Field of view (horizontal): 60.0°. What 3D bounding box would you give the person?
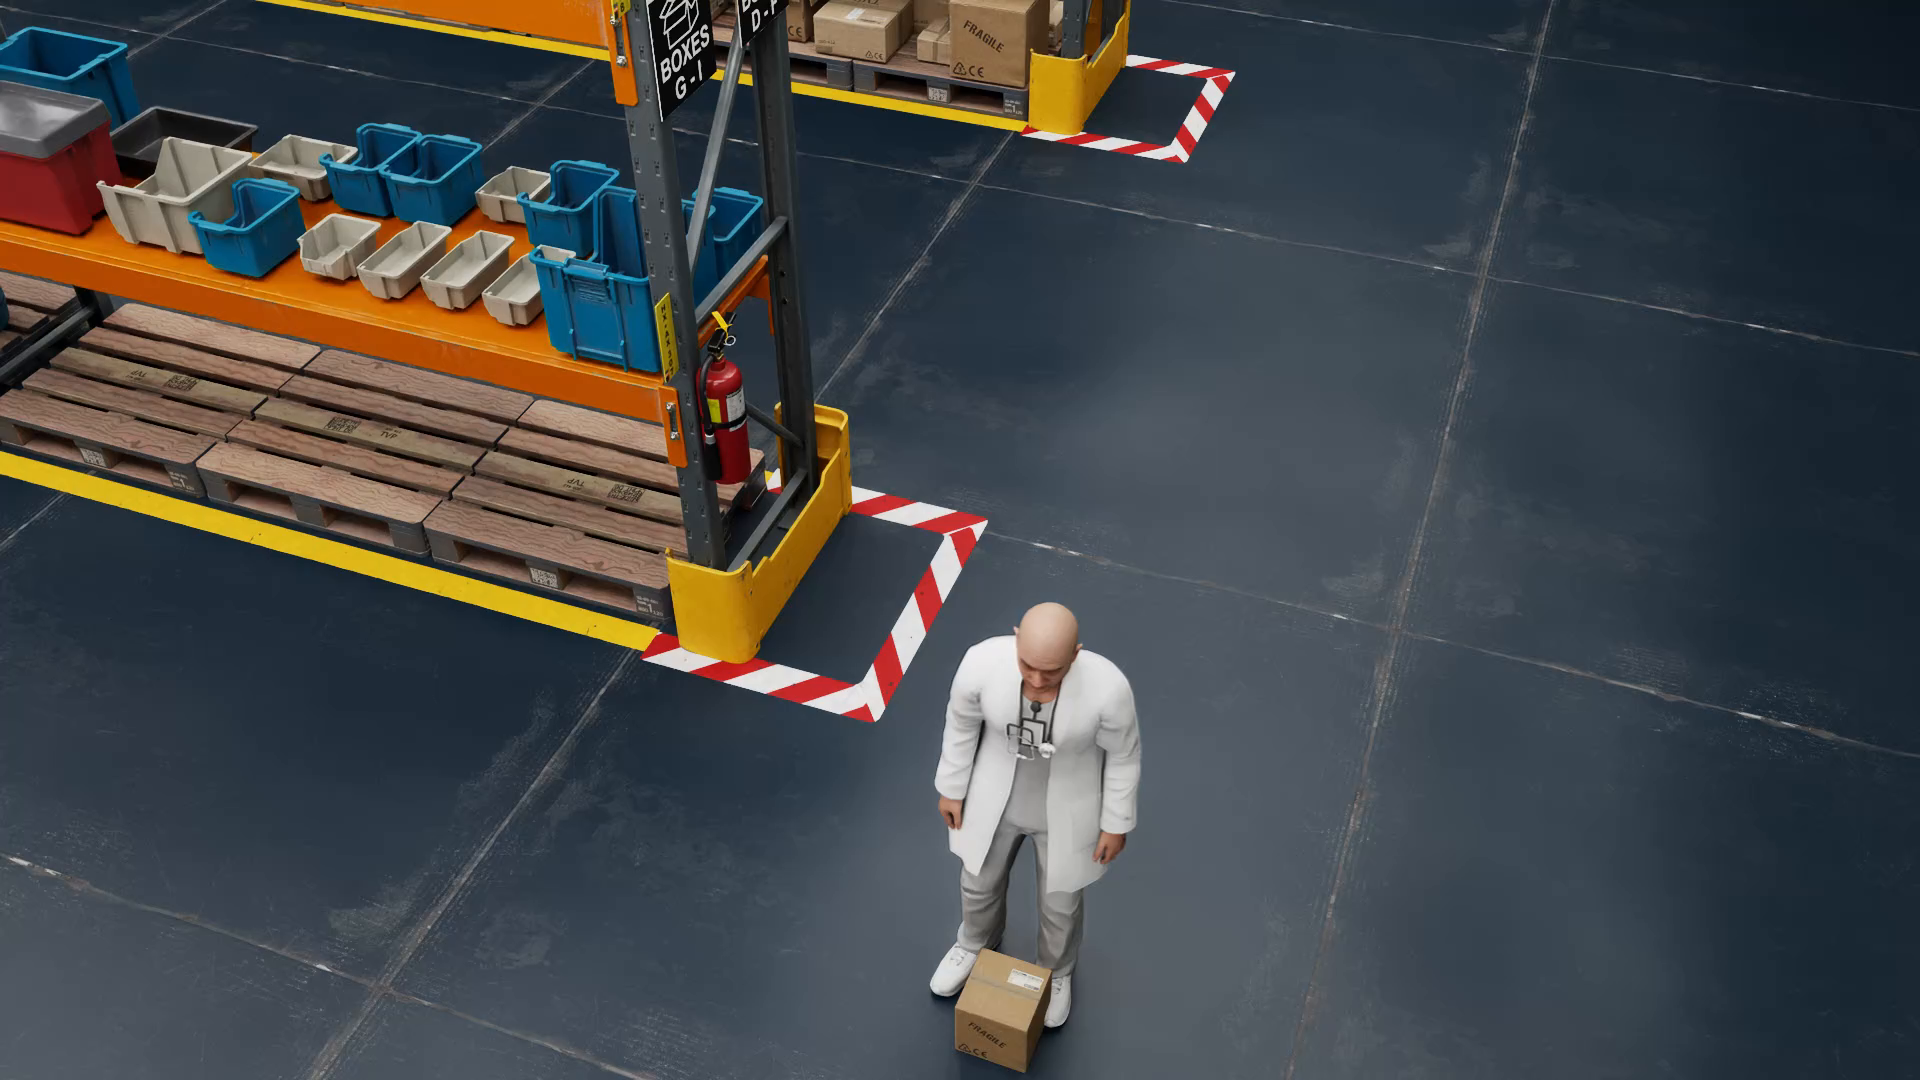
[{"bbox_3d":[0.234,0.835,5.209,0.647,1.772,0.429,11,42,12],"label":"person"}]
